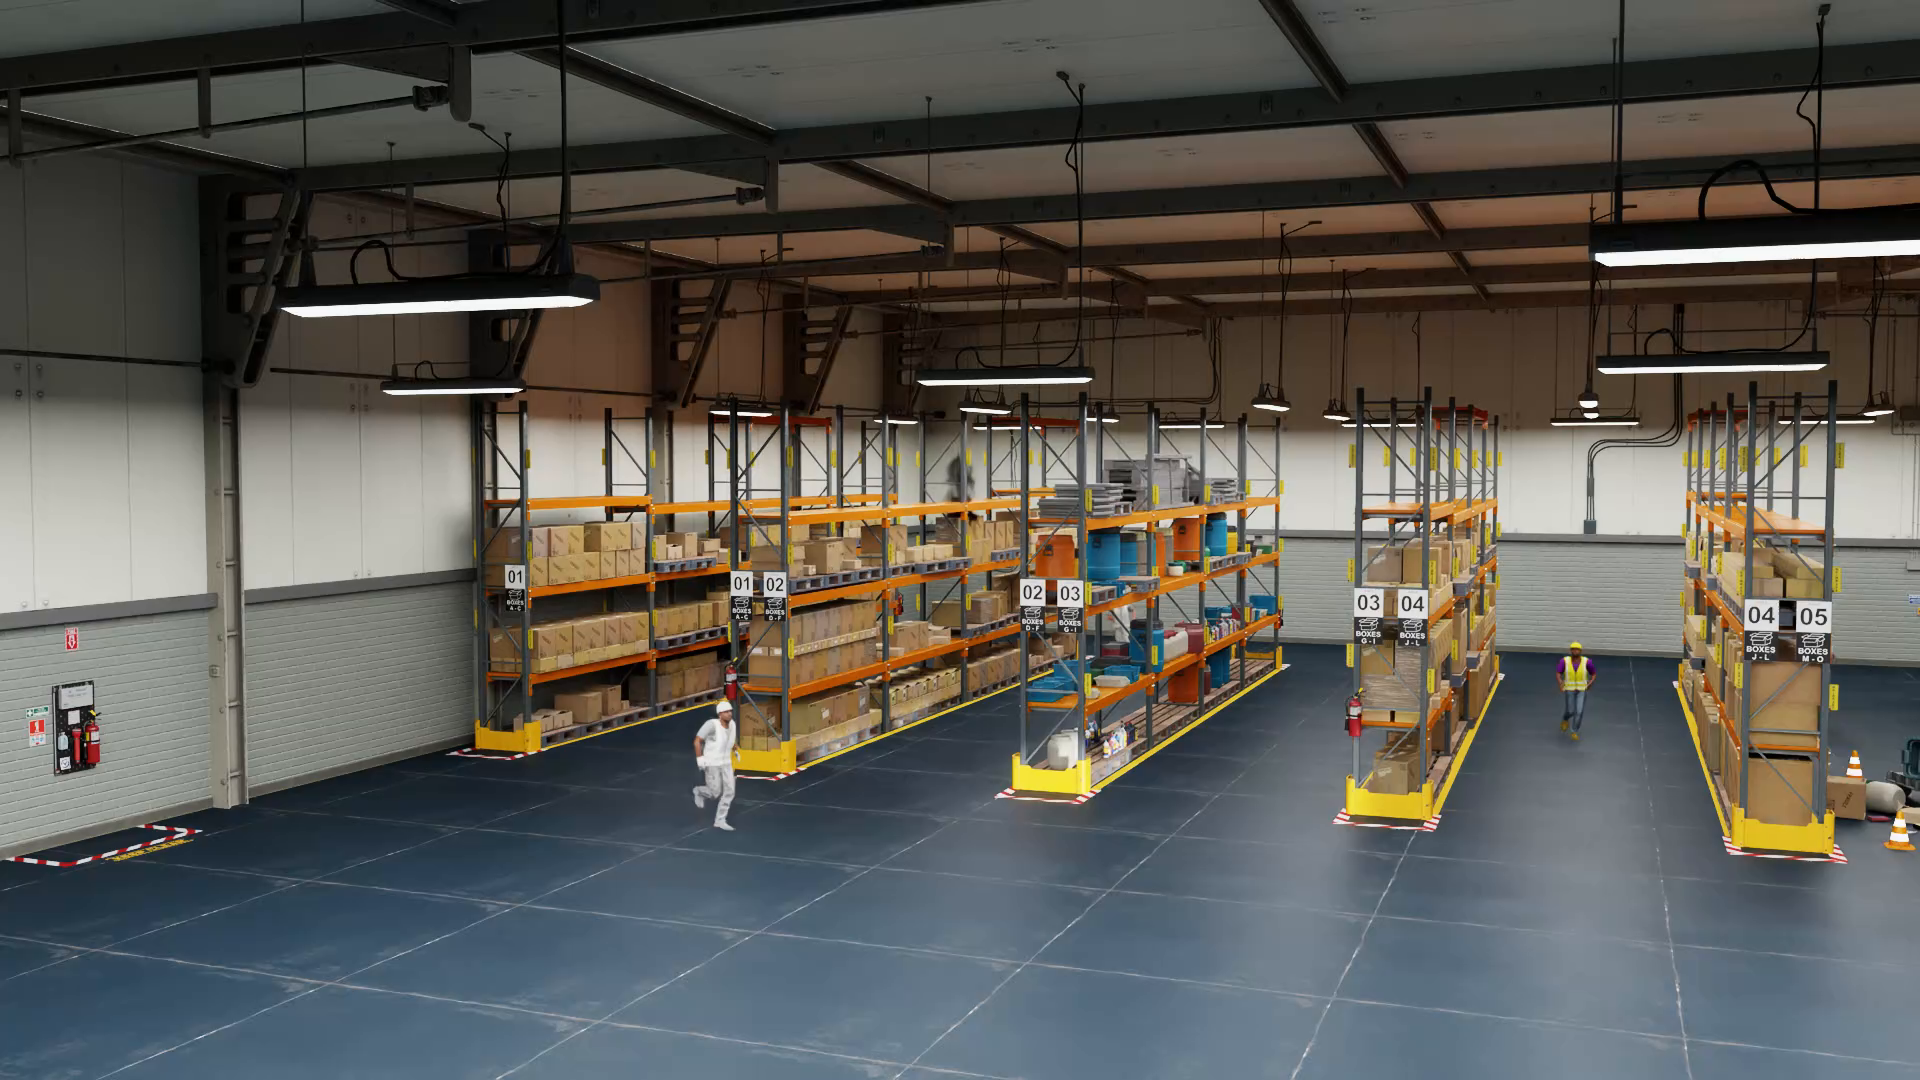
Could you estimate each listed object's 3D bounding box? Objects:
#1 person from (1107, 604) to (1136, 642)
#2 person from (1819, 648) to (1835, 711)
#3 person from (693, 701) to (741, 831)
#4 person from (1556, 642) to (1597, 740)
[{"bbox_3d":[3.923,2.171,40.312,0.700,1.828,0.662,1,3,13],"label":"person"},{"bbox_3d":[16.474,2.585,31.977,0.659,1.772,1.045,1,3,12],"label":"person"},{"bbox_3d":[-3.341,3.053,22.661,0.753,1.746,0.710,3,4,42],"label":"person"},{"bbox_3d":[11.059,2.693,29.829,0.690,1.734,0.631,1,3,17],"label":"person"}]
